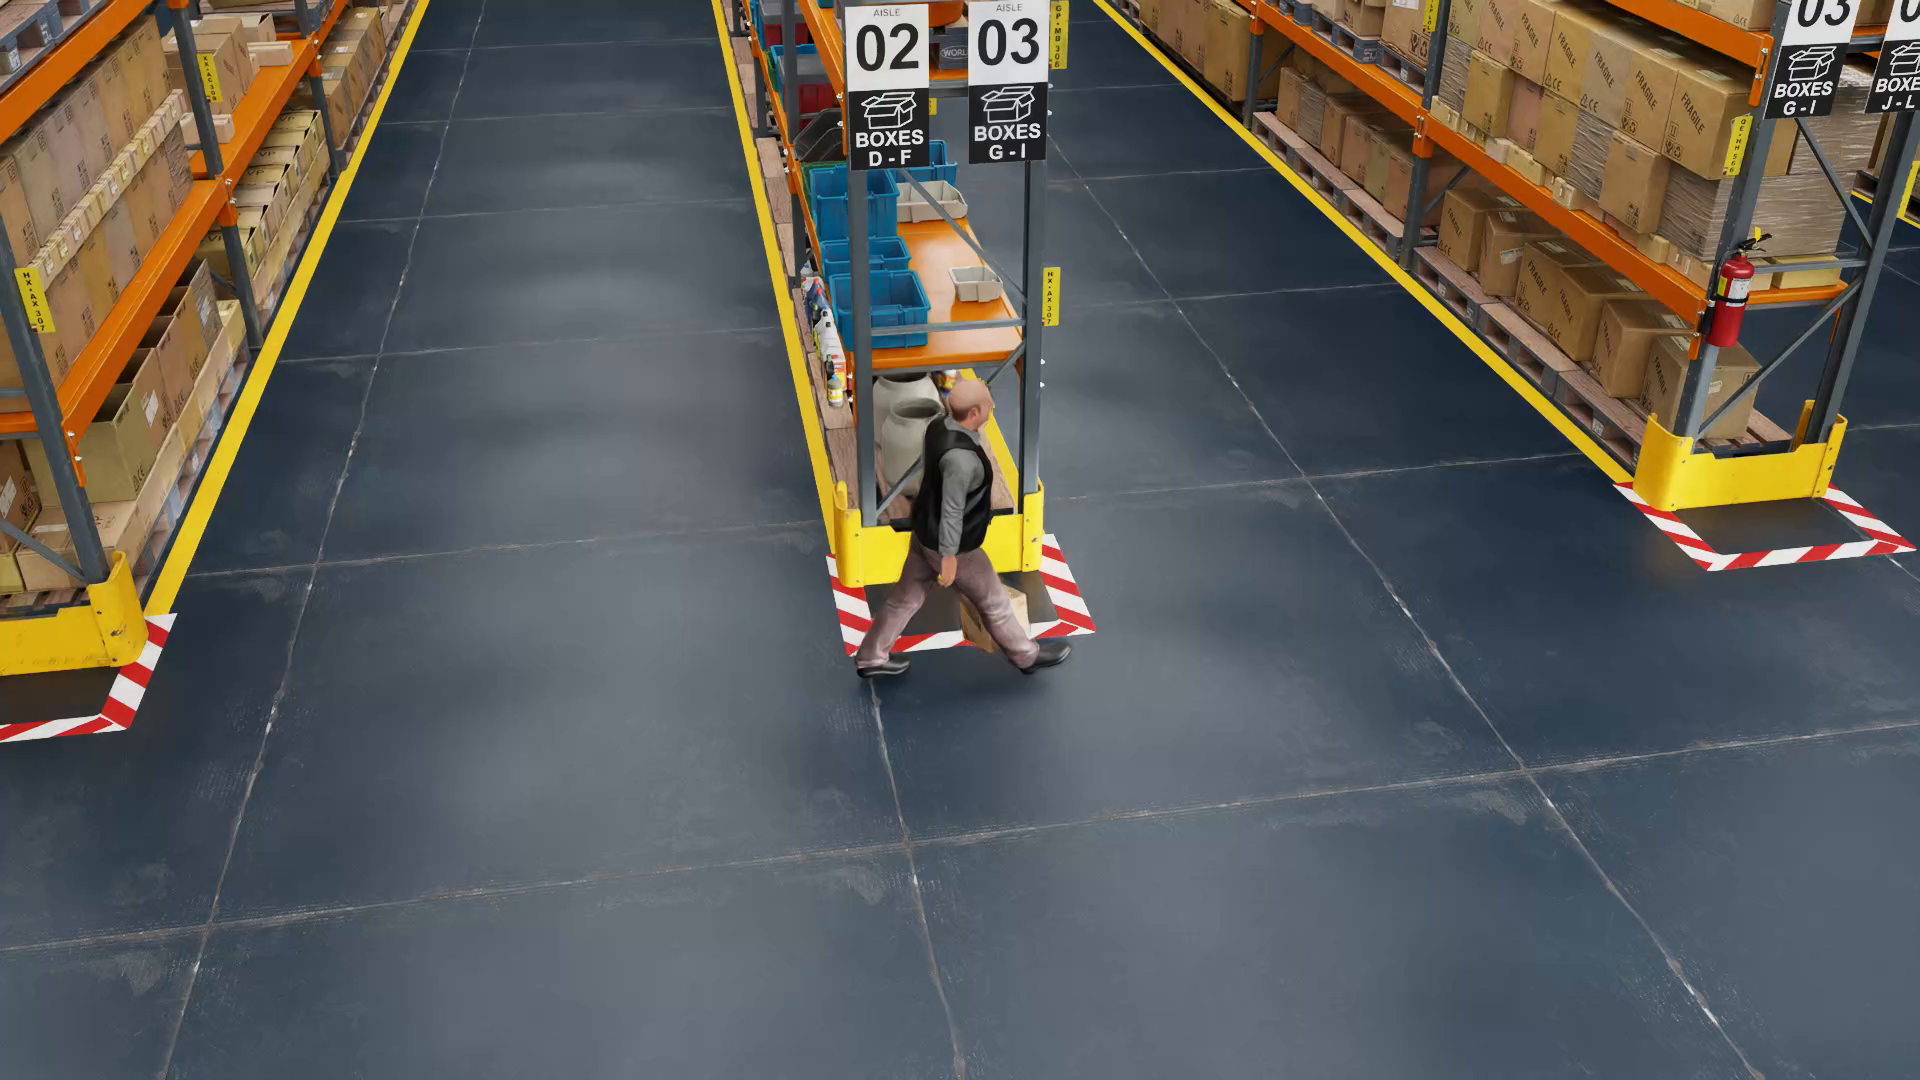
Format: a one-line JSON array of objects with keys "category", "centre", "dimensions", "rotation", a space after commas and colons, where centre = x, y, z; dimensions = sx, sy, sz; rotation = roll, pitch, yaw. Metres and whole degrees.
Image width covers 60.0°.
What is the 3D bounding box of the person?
[{"category": "person", "centre": [-0.003, -0.044, 8.261], "dimensions": [1.109, 1.647, 0.546], "rotation": [-9, 32, -15]}]
